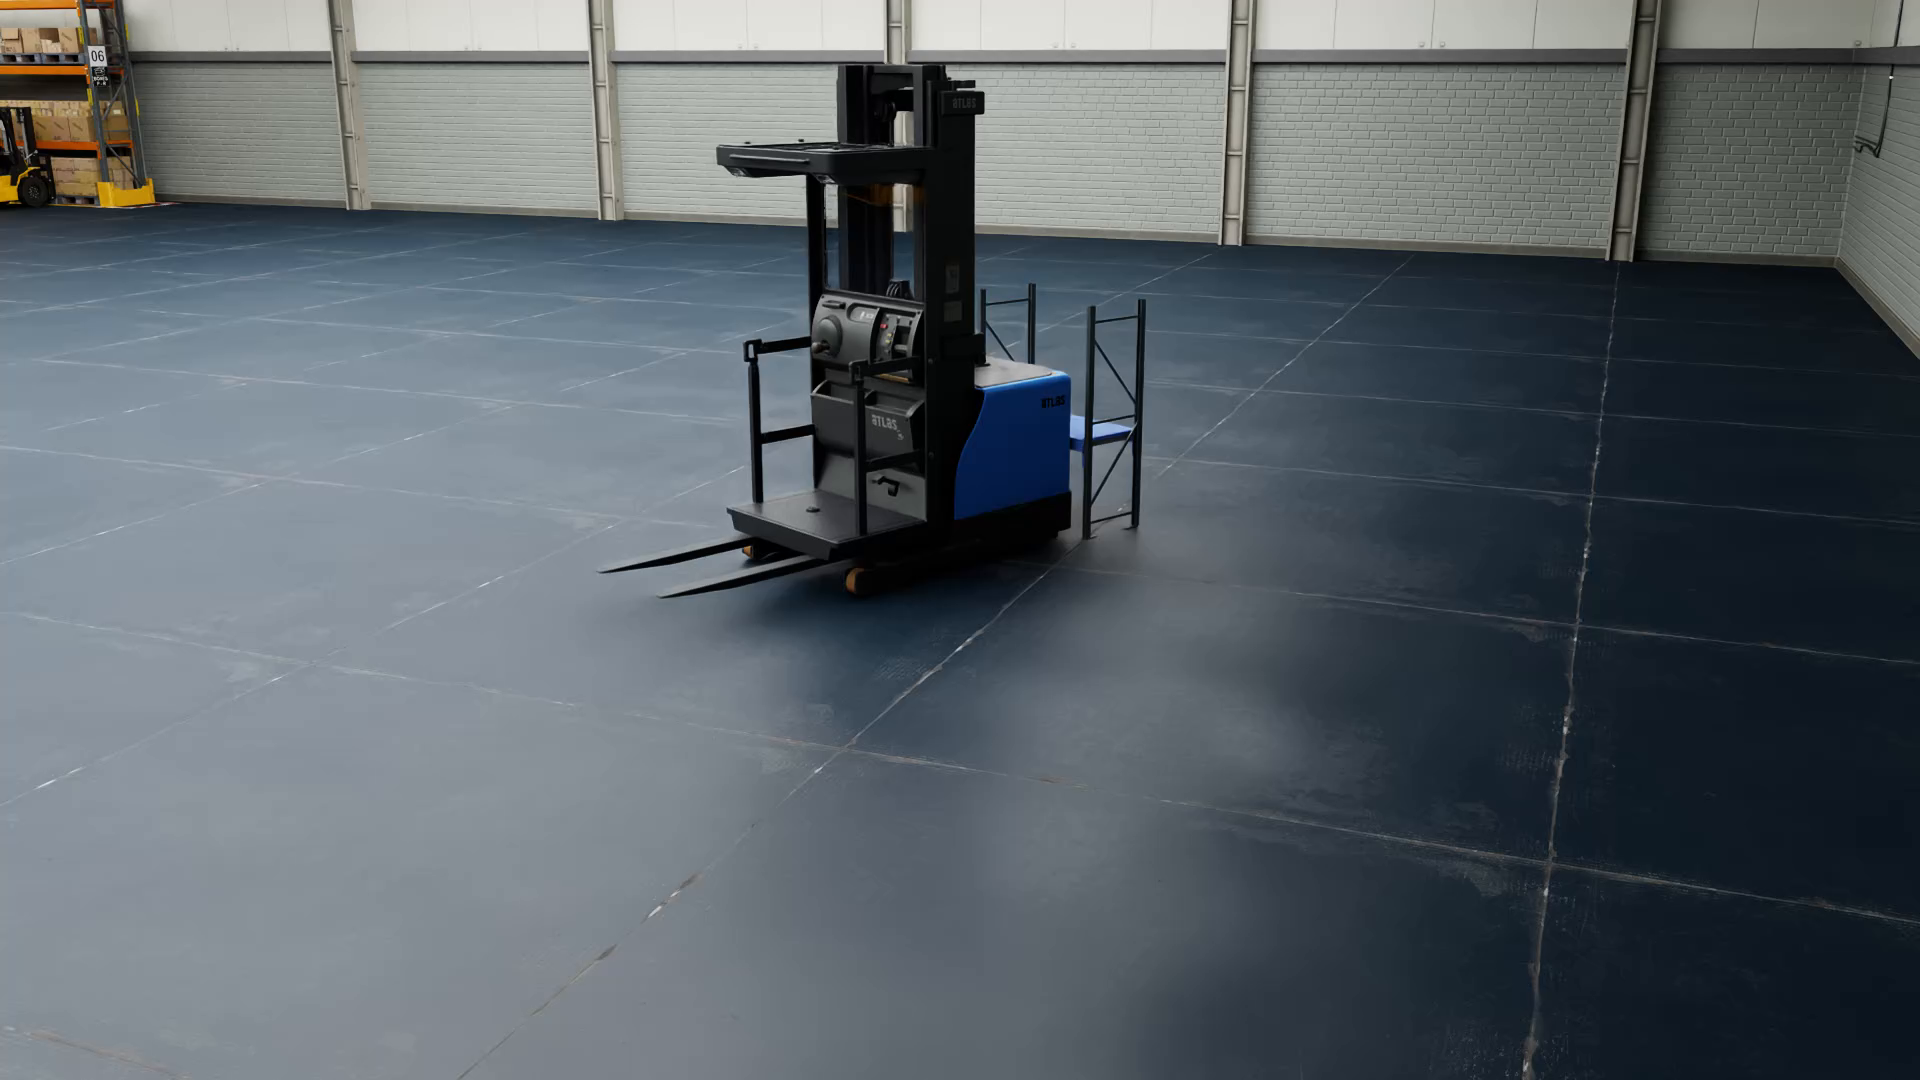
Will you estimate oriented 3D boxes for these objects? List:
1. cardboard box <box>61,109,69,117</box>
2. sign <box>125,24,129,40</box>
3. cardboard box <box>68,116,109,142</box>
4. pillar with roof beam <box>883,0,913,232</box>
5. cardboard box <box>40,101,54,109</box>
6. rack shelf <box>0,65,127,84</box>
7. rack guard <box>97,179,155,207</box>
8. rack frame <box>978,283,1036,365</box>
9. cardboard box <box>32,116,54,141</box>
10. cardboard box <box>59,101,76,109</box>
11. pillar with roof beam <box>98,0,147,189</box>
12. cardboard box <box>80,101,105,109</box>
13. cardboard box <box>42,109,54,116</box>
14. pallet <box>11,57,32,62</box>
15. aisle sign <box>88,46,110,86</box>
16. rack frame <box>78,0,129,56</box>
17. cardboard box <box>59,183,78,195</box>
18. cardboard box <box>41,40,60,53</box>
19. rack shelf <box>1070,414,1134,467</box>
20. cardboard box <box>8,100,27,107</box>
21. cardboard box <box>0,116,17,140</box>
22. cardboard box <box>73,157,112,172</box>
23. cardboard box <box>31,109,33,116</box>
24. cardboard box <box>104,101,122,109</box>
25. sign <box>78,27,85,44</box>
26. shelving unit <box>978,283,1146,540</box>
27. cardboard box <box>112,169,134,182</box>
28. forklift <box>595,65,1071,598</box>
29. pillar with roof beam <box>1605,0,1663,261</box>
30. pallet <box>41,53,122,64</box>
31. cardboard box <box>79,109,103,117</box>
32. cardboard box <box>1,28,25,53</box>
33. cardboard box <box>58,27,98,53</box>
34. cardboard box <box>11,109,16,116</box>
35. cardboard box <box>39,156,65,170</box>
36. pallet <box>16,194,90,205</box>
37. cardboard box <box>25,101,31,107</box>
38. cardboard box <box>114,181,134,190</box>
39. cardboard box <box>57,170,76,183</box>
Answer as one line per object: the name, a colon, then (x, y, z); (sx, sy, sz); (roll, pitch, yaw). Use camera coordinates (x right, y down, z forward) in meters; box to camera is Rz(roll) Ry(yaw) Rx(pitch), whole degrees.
cardboard box: (-18.397, -8.874, 34.518); (0.250, 0.149, 0.380); (7, 17, 22)
sign: (-17.295, -10.533, 34.484); (0.005, 0.325, 0.100); (6, 17, 21)
cardboard box: (-18.058, -8.521, 34.466); (0.500, 0.500, 0.500); (6, 17, 19)
pillar with roof beam: (-2.656, -8.719, 24.567); (0.400, 9.000, 9.100); (6, 17, 21)
cardboard box: (-18.896, -9.055, 34.607); (0.250, 0.149, 0.380); (7, 18, 22)
rack shelf: (-19.364, -9.791, 34.928); (4.000, 0.370, 1.077); (6, 17, 21)
rack guard: (-17.482, -7.288, 34.881); (0.348, 0.500, 1.175); (6, 17, 21)
rack frame: (0.317, -0.982, 11.367); (0.500, 1.500, 0.032); (-14, 21, -39)
cardboard box: (-19.014, -8.629, 34.837); (0.500, 0.500, 0.500); (6, 17, 20)
cardboard box: (-18.409, -9.012, 34.460); (0.250, 0.149, 0.380); (7, 17, 22)
pillar with roof beam: (-19.400, -10.560, 30.909); (0.400, 9.000, 9.100); (6, 17, 21)
cardboard box: (-17.914, -8.975, 34.333); (0.250, 0.149, 0.380); (6, 17, 21)
cardboard box: (-18.889, -8.917, 34.668); (0.250, 0.149, 0.380); (6, 17, 19)
pallet: (-20.422, -10.218, 35.267); (1.213, 0.211, 1.003); (6, 17, 21)
aisle sign: (-17.551, -9.656, 33.893); (0.004, 0.787, 0.394); (6, 17, 21)
rack frame: (-17.504, -11.372, 33.705); (0.127, 3.000, 1.000); (6, 17, 21)
cardboard box: (-18.516, -7.392, 34.933); (0.500, 0.250, 0.500); (6, 17, 21)
cardboard box: (-18.622, -10.149, 34.179); (0.258, 0.266, 0.396); (6, 17, 21)
rack shelf: (0.650, -0.702, 11.048); (0.538, 0.185, 1.000); (-14, 21, -39)
cardboard box: (-19.810, -9.182, 35.044); (0.250, 0.149, 0.380); (6, 17, 20)
cardboard box: (-19.946, -8.735, 35.201); (0.500, 0.500, 0.500); (6, 17, 20)
cardboard box: (-18.047, -7.818, 34.610); (0.500, 0.250, 0.500); (7, 18, 22)
cardboard box: (-19.331, -8.987, 34.907); (0.250, 0.149, 0.380); (6, 17, 20)
cardboard box: (-17.738, -9.083, 34.705); (0.250, 0.149, 0.380); (6, 17, 20)
sign: (-17.716, -10.179, 33.531); (0.005, 0.325, 0.100); (6, 17, 21)
shelving unit: (0.650, -0.875, 10.998); (0.538, 1.500, 1.048); (-14, 21, -39)
cardboard box: (-17.865, -7.714, 35.148); (0.500, 0.250, 0.500); (7, 17, 22)
forklift: (-0.706, -1.245, 9.706); (3.031, 2.935, 1.130); (-15, 22, -41)
pillar with roof beam: (8.507, -7.492, 20.338); (0.400, 9.000, 9.100); (6, 17, 21)
pallet: (-18.152, -9.968, 34.408); (1.213, 0.211, 1.003); (6, 17, 21)
cardboard box: (-17.929, -8.813, 34.309); (0.250, 0.149, 0.380); (7, 17, 21)
cardboard box: (-19.451, -10.413, 34.665); (0.637, 0.503, 0.797); (7, 18, 22)
cardboard box: (-18.005, -10.211, 33.975); (0.500, 0.500, 0.500); (7, 18, 22)
cardboard box: (-19.845, -9.020, 35.022); (0.250, 0.149, 0.380); (6, 17, 19)
cardboard box: (-18.997, -7.918, 34.954); (0.500, 0.250, 0.500); (7, 17, 21)
pallet: (-19.362, -7.344, 35.593); (1.213, 0.211, 1.003); (6, 17, 21)
cardboard box: (-19.343, -9.131, 34.869); (0.250, 0.149, 0.380); (7, 17, 21)
cardboard box: (-17.889, -7.473, 35.214); (0.500, 0.250, 0.500); (6, 17, 21)
cardboard box: (-18.534, -7.635, 34.875); (0.500, 0.250, 0.500); (6, 17, 20)
